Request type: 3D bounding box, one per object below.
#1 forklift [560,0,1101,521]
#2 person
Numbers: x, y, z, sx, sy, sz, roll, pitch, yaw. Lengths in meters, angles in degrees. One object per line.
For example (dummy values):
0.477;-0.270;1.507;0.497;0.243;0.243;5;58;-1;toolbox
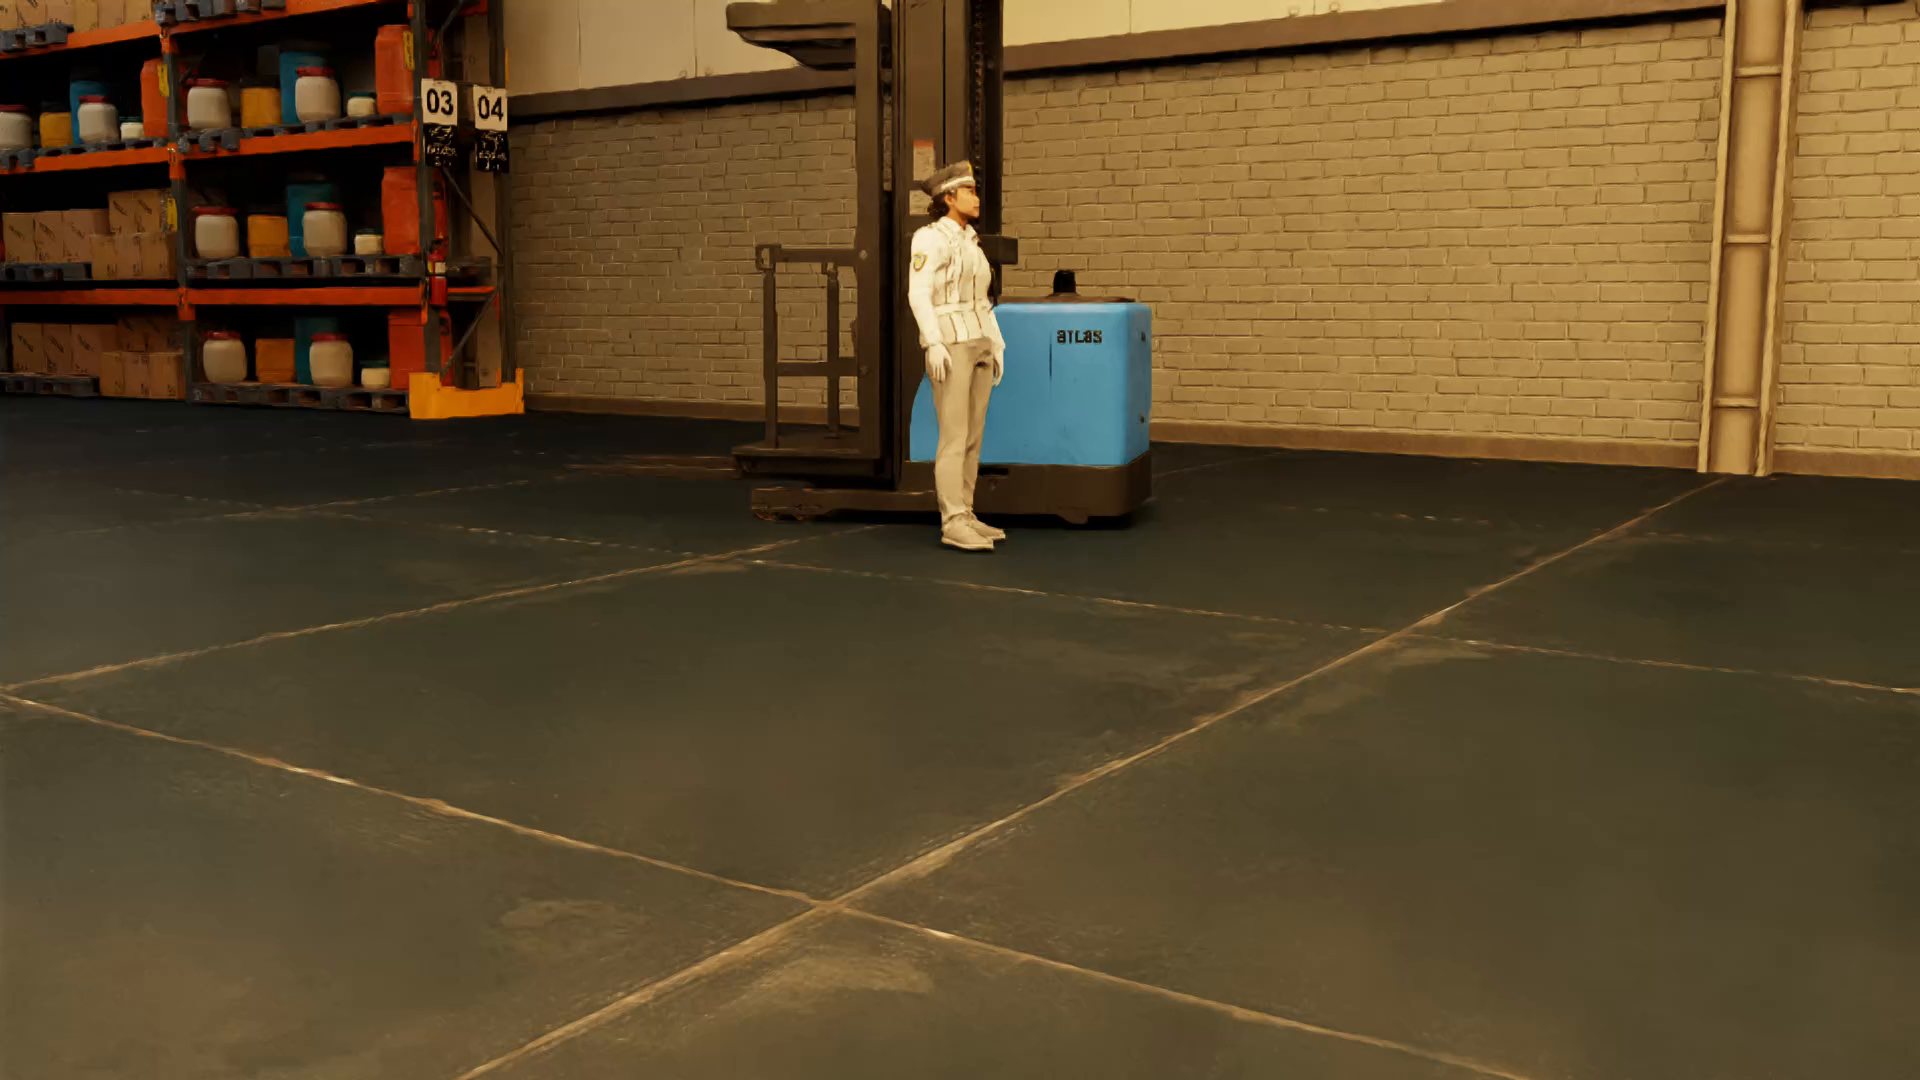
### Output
-0.559;-1.614;8.542;3.031;2.935;1.121;2;8;14;forklift
0.051;-0.840;7.440;0.535;1.695;0.586;5;10;34;person
